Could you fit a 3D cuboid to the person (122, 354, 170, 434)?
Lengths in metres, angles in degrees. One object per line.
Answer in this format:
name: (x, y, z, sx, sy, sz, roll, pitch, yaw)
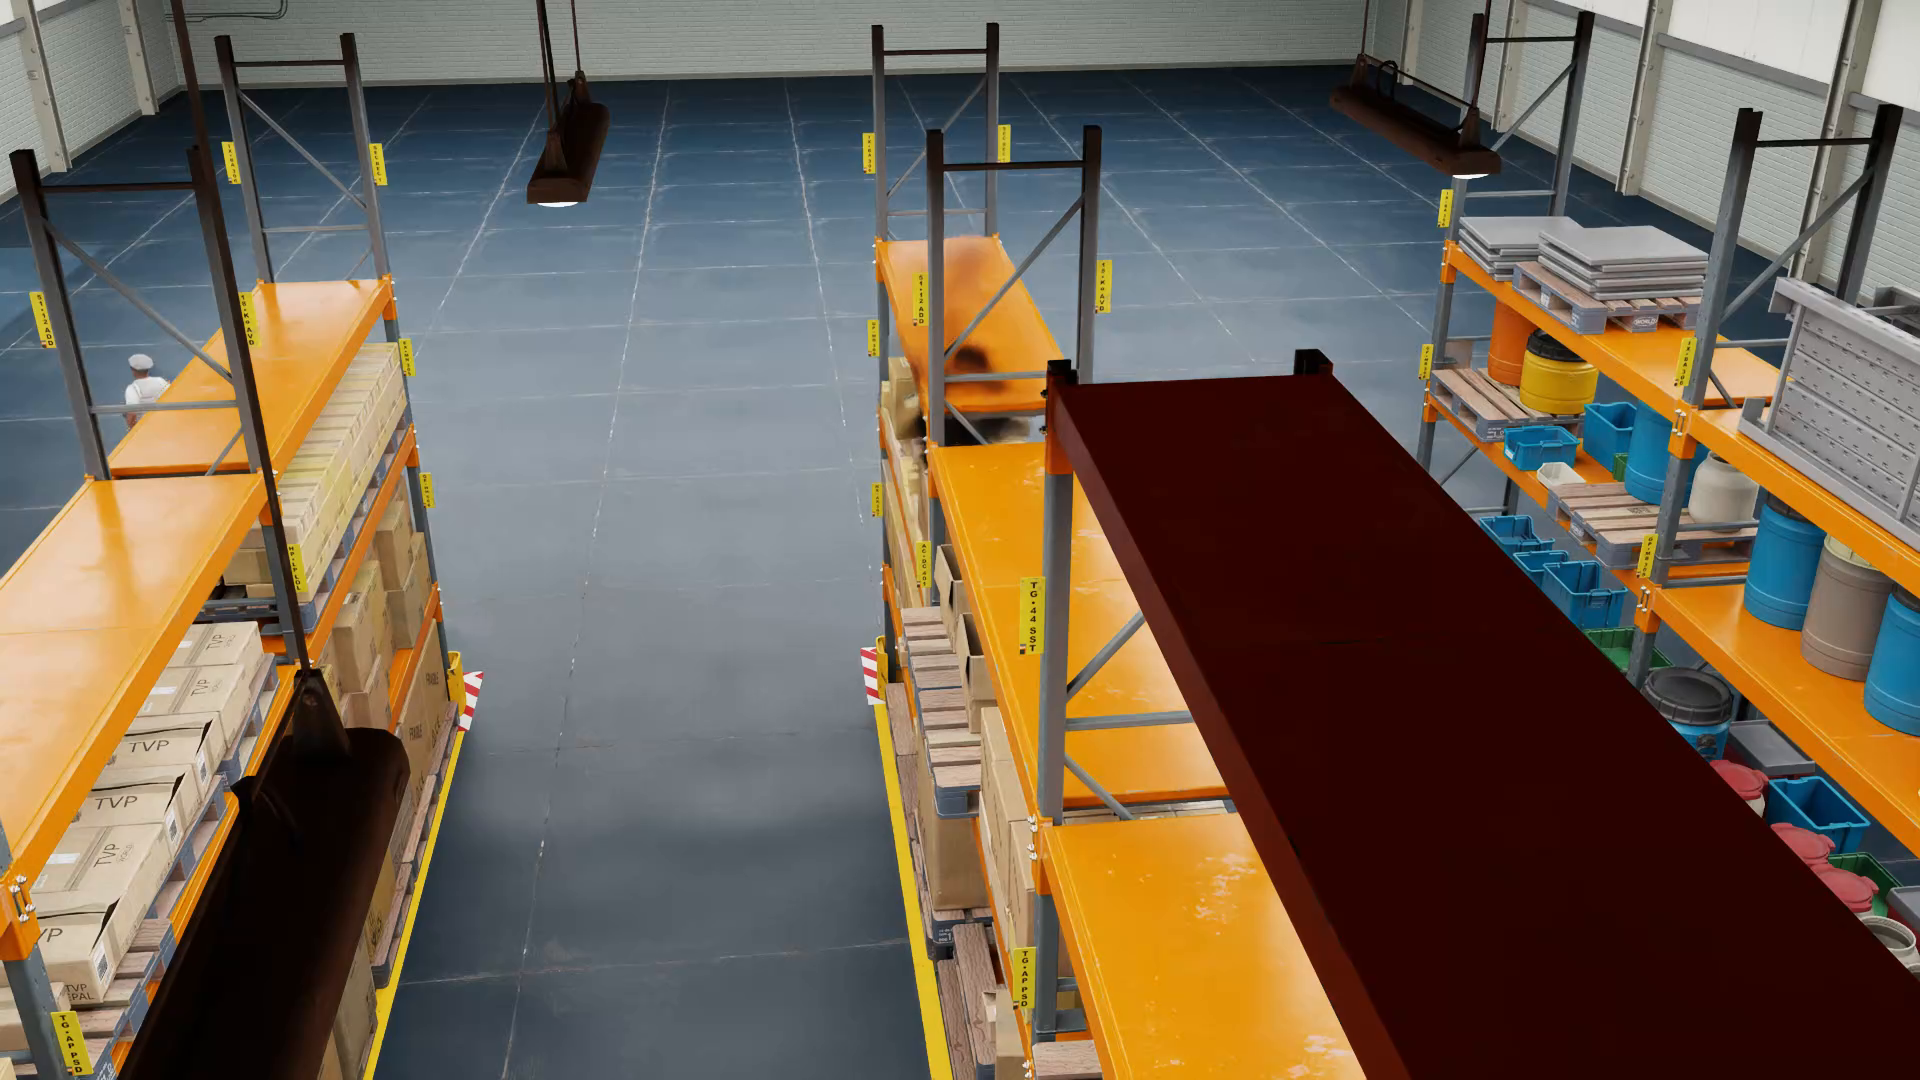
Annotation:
person: (-9.287, -1.241, 19.095, 0.735, 1.851, 0.656, 20, 32, 36)
